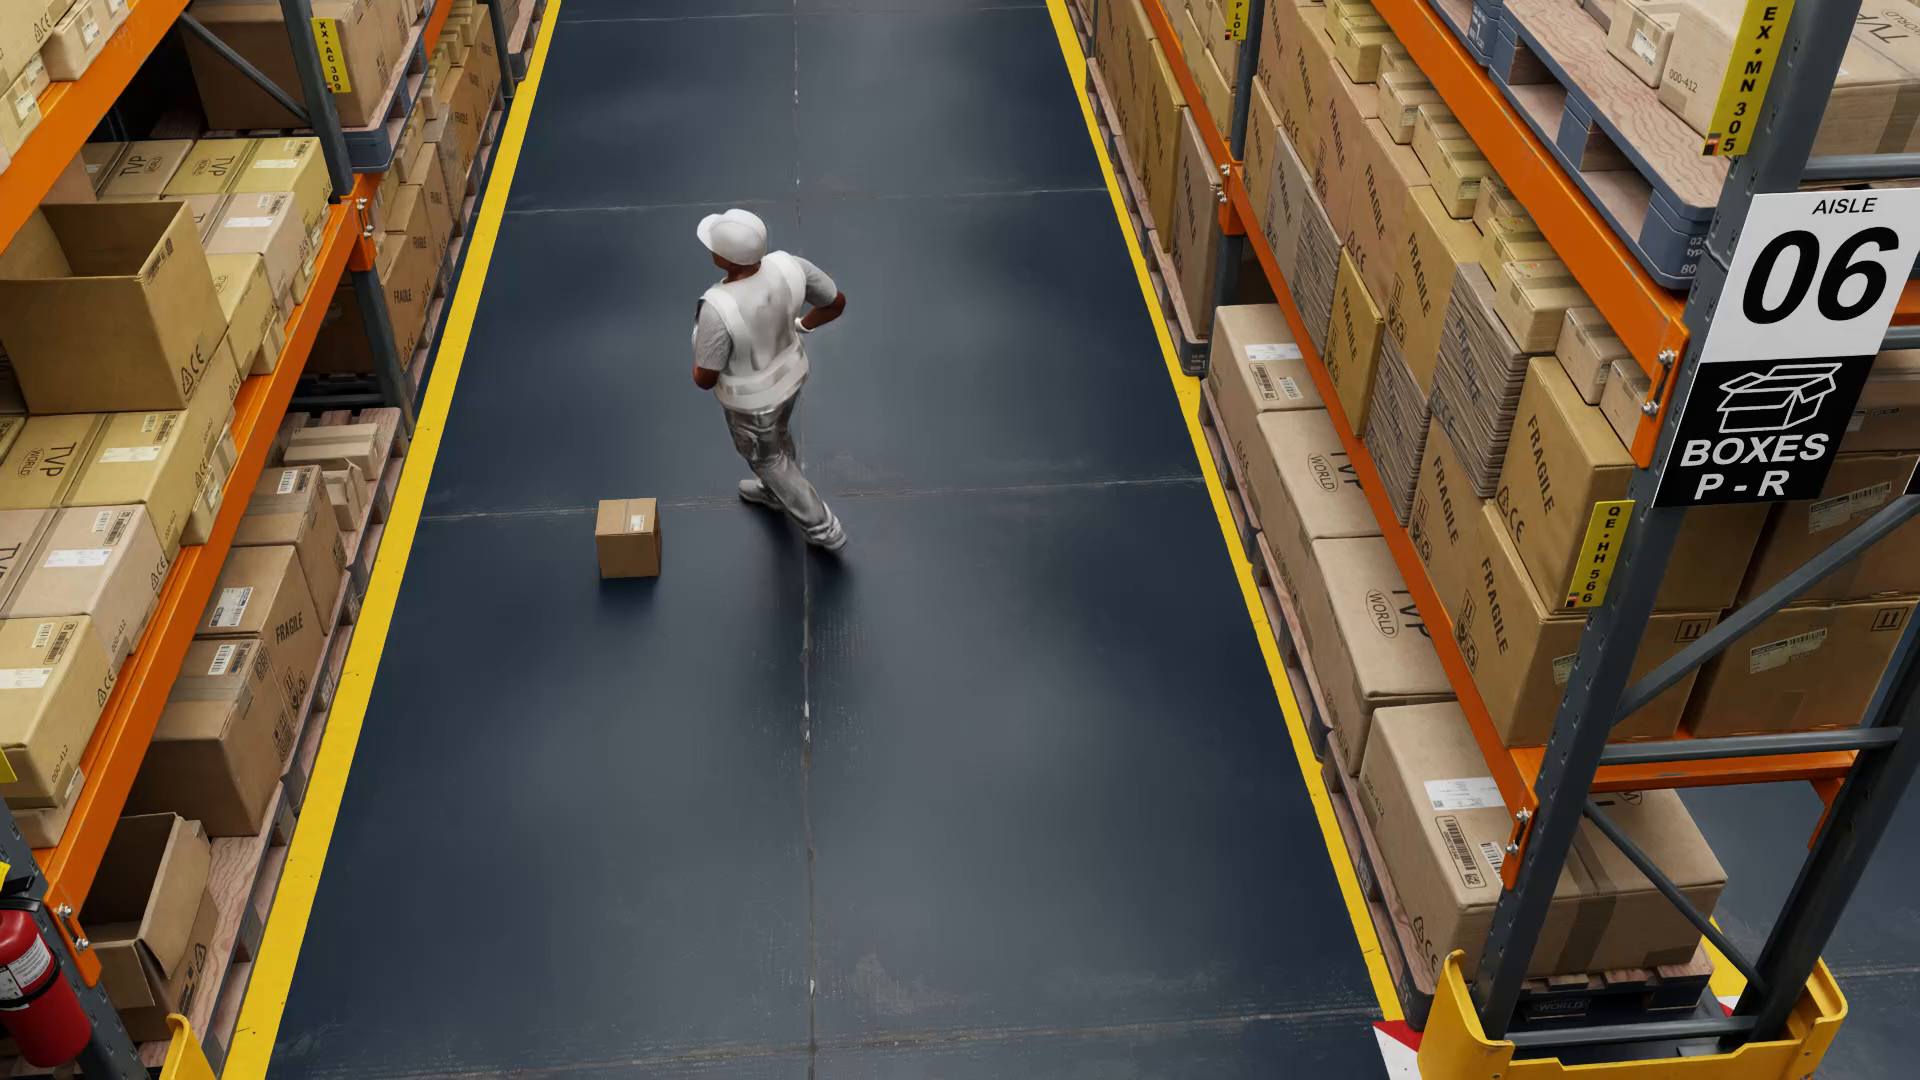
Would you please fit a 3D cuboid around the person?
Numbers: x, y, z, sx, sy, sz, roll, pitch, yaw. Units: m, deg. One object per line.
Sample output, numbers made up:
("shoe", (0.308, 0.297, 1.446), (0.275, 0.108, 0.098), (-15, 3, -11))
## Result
("person", (-0.896, -0.645, 6.931), (0.773, 1.747, 0.698), (25, 45, 28))
